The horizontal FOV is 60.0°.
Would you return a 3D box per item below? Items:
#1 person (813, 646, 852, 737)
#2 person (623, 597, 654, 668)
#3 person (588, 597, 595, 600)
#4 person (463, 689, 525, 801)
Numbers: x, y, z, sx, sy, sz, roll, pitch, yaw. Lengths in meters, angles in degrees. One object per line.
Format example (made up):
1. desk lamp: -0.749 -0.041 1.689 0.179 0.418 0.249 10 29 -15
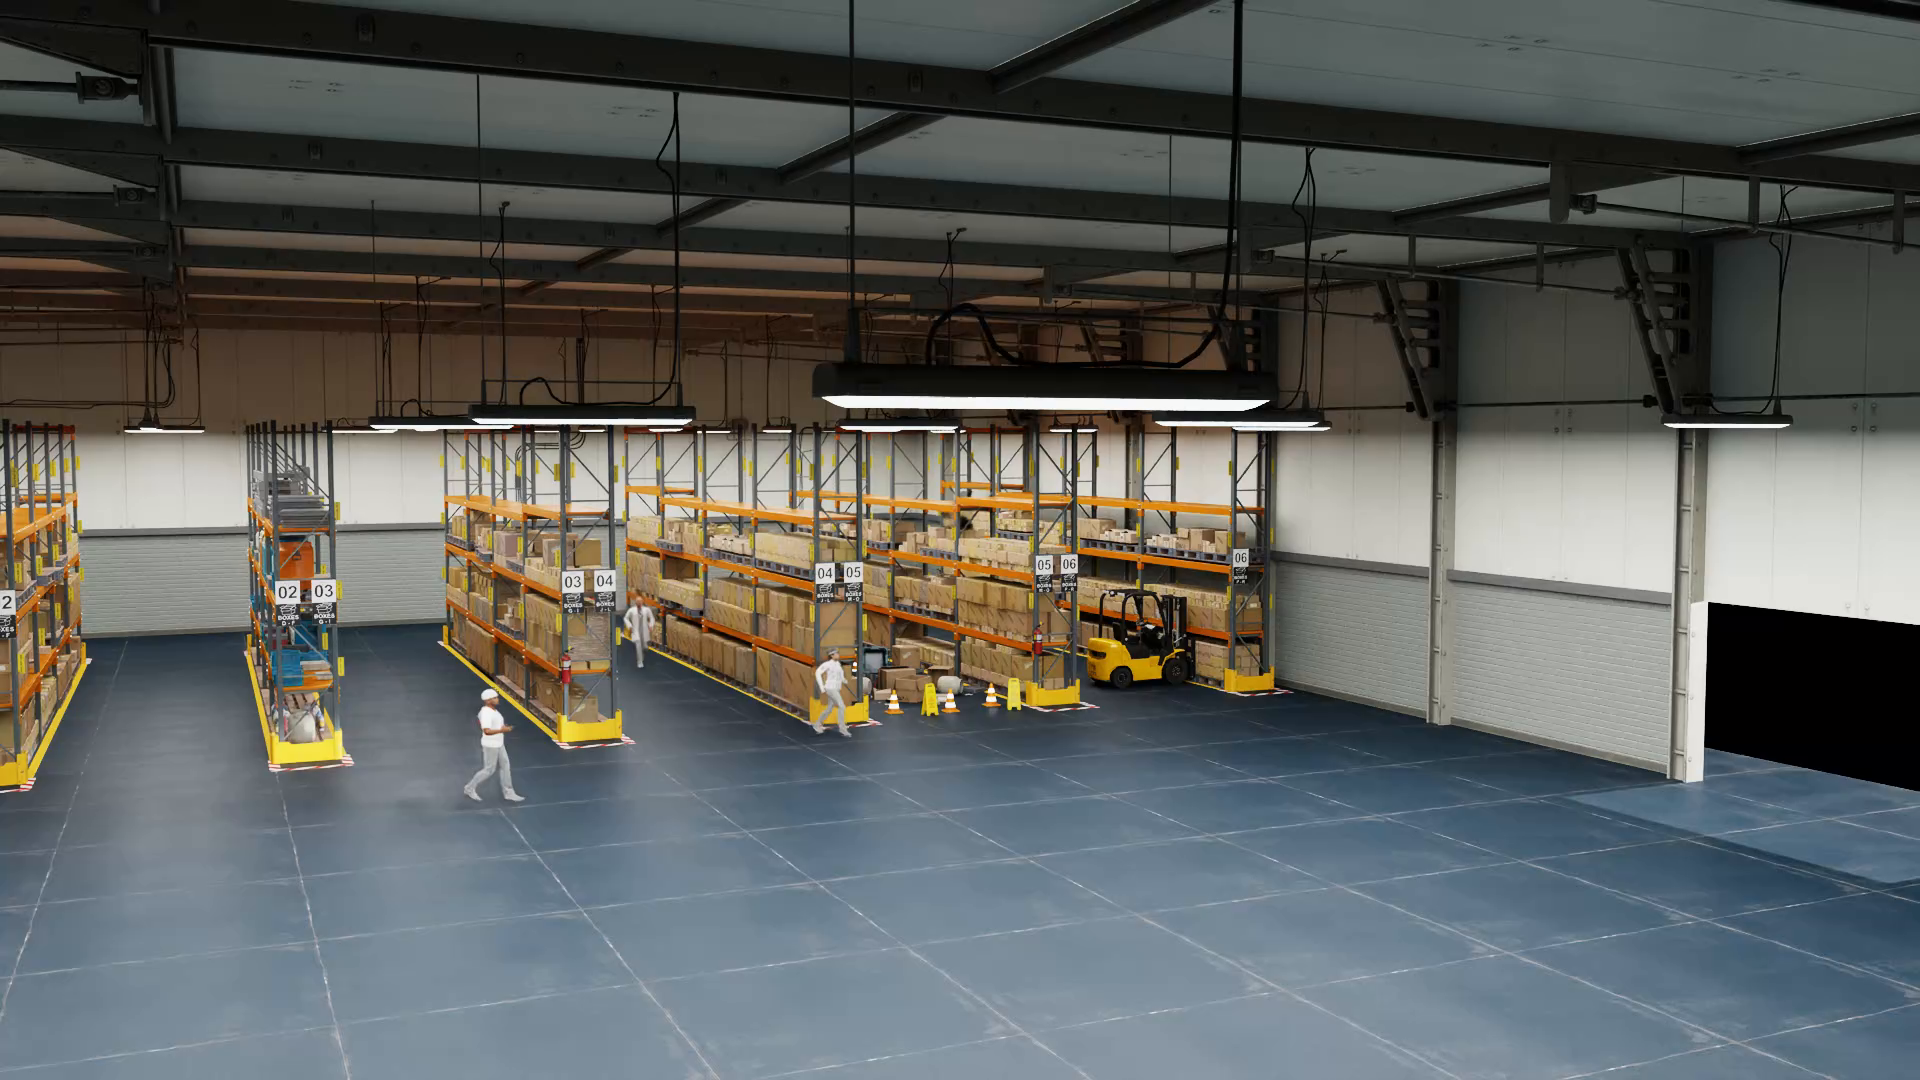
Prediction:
1. person: -2.387 2.885 31.832 0.815 1.689 0.600 1 4 22
2. person: -7.953 2.274 41.226 0.752 1.733 0.774 -1 4 -21
3. person: -9.706 2.031 44.874 0.665 1.725 0.957 -1 4 -23
4. person: -7.246 3.191 25.804 0.917 1.765 0.701 0 4 -3
